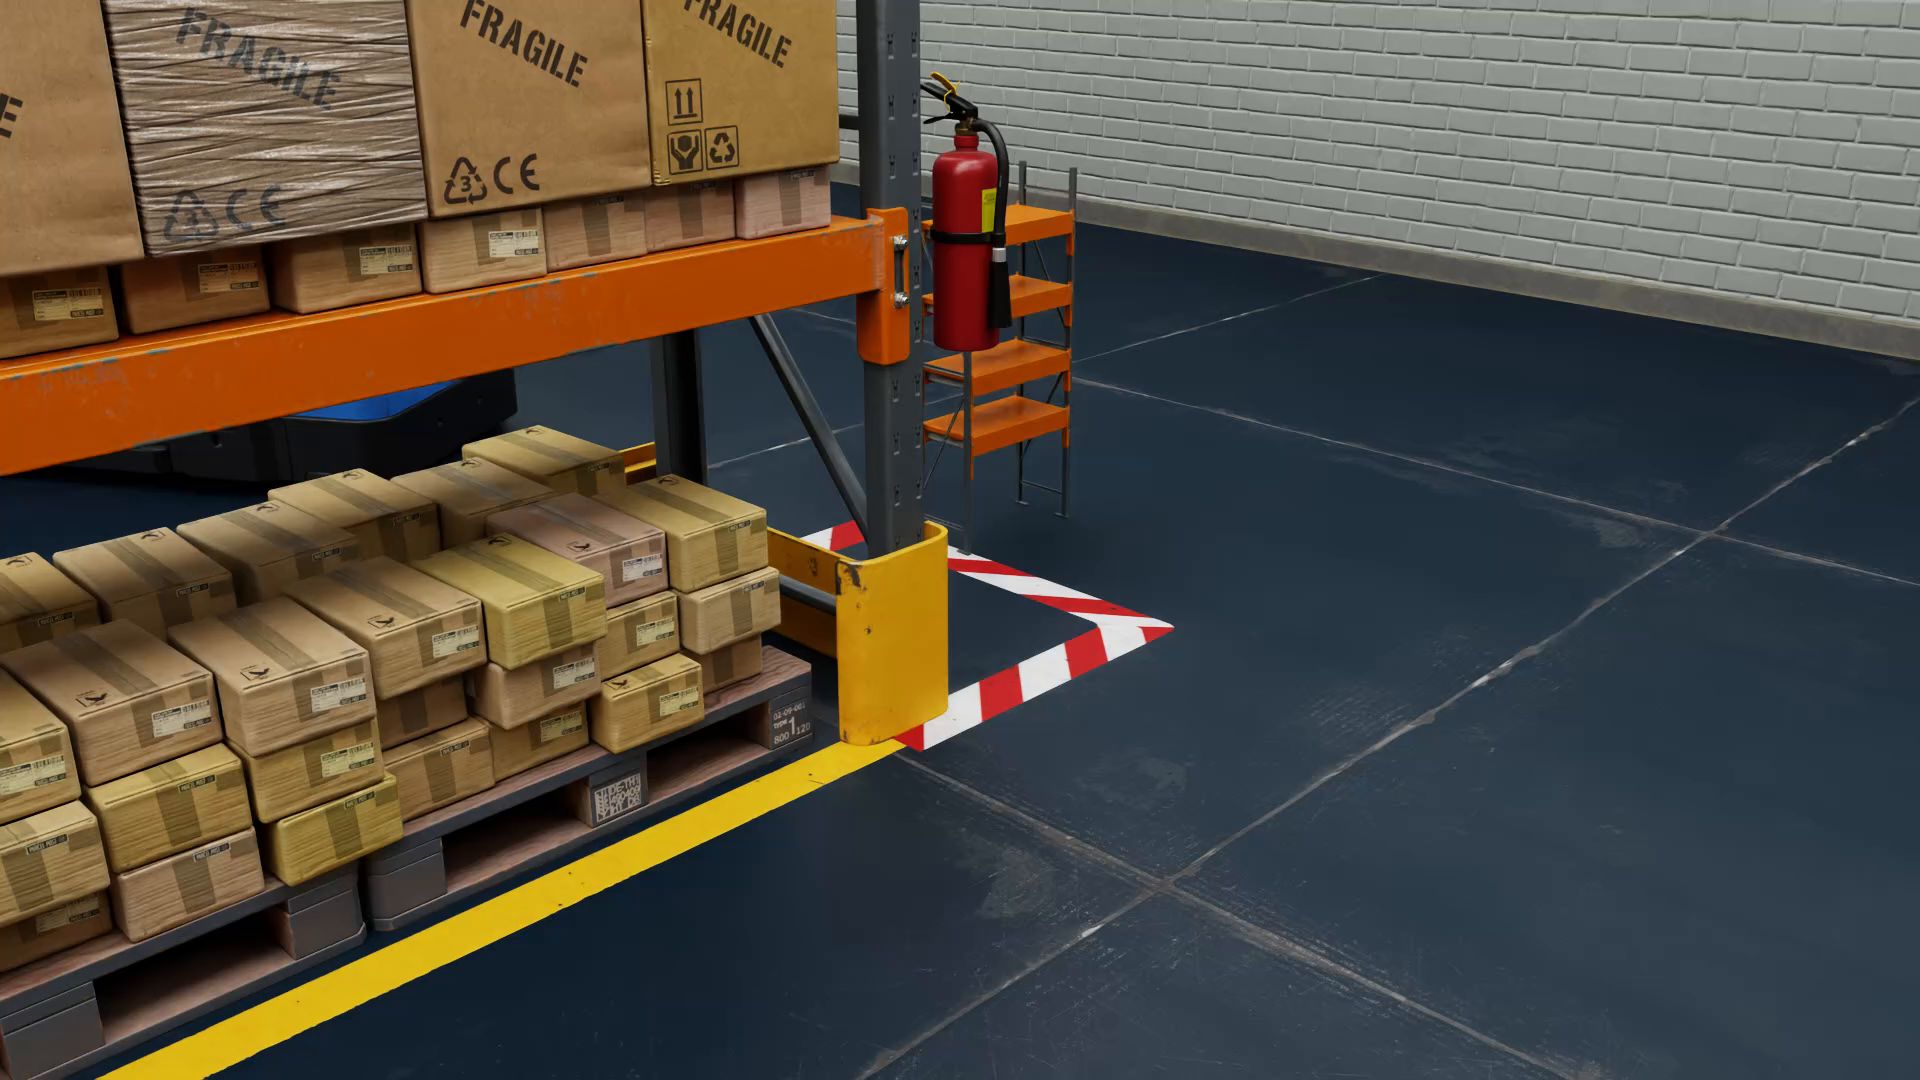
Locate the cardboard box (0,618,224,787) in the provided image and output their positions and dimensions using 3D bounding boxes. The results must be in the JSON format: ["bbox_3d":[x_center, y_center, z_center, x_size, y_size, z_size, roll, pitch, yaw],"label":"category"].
[{"bbox_3d":[-1.621,0.301,3.170,0.380,0.149,0.250,18,27,39],"label":"cardboard box"}]

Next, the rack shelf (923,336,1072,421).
[{"bbox_3d":[0.116,-0.540,5.494,0.258,0.148,0.480,19,28,41],"label":"rack shelf"}]

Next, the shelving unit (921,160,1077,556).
[{"bbox_3d":[0.116,-0.603,5.470,0.258,1.200,0.503,19,28,41],"label":"shelving unit"}]

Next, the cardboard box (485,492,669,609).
[{"bbox_3d":[-0.894,0.029,3.877,0.250,0.149,0.380,-20,28,-41],"label":"cardboard box"}]

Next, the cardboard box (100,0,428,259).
[{"bbox_3d":[-1.329,-0.820,2.972,0.500,0.500,0.500,19,28,41],"label":"cardboard box"}]

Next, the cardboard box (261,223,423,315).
[{"bbox_3d":[-1.246,-0.551,3.178,0.380,0.149,0.250,18,27,38],"label":"cardboard box"}]

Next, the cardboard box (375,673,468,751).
[{"bbox_3d":[-1.276,0.303,3.580,0.380,0.149,0.250,19,28,40],"label":"cardboard box"}]

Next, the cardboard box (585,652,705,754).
[{"bbox_3d":[-0.815,0.336,3.908,0.250,0.149,0.380,-19,28,-40],"label":"cardboard box"}]

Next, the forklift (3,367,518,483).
[{"bbox_3d":[-3.361,-1.781,6.123,3.031,2.935,1.130,5,22,12],"label":"forklift"}]

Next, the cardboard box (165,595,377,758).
[{"bbox_3d":[-1.357,0.261,3.274,0.250,0.149,0.380,-19,28,-40],"label":"cardboard box"}]

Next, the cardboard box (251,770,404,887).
[{"bbox_3d":[-1.357,0.530,3.402,0.380,0.149,0.250,18,27,38],"label":"cardboard box"}]

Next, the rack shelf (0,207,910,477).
[{"bbox_3d":[-1.885,-0.228,2.989,1.077,0.370,4.000,19,28,41],"label":"rack shelf"}]

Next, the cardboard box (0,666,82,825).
[{"bbox_3d":[-1.783,0.375,2.976,0.380,0.149,0.250,19,28,41],"label":"cardboard box"}]

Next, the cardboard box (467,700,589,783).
[{"bbox_3d":[-1.061,0.382,3.787,0.380,0.149,0.250,19,28,40],"label":"cardboard box"}]

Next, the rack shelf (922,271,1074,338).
[{"bbox_3d":[0.116,-0.749,5.414,0.258,0.148,0.480,19,28,41],"label":"rack shelf"}]

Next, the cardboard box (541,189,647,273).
[{"bbox_3d":[-0.880,-0.683,3.521,0.380,0.149,0.250,19,28,40],"label":"cardboard box"}]

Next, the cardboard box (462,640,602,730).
[{"bbox_3d":[-1.015,0.259,3.693,0.380,0.149,0.250,18,27,39],"label":"cardboard box"}]

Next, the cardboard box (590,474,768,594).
[{"bbox_3d":[-0.678,-0.021,4.008,0.380,0.149,0.250,20,28,41],"label":"cardboard box"}]

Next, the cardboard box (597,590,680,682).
[{"bbox_3d":[-0.875,0.179,3.902,0.380,0.149,0.250,18,28,39],"label":"cardboard box"}]

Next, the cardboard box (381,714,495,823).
[{"bbox_3d":[-1.224,0.449,3.614,0.380,0.149,0.250,20,28,41],"label":"cardboard box"}]

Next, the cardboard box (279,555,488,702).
[{"bbox_3d":[-1.210,0.178,3.490,0.380,0.149,0.250,18,27,39],"label":"cardboard box"}]

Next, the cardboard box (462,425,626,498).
[{"bbox_3d":[-1.099,-0.171,4.398,0.380,0.149,0.250,18,27,38],"label":"cardboard box"}]

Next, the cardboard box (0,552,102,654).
[{"bbox_3d":[-2.003,0.172,3.505,0.250,0.149,0.380,-20,28,-41],"label":"cardboard box"}]

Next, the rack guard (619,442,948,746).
[{"bbox_3d":[-0.543,0.109,4.595,1.175,0.500,0.348,19,28,41],"label":"rack guard"}]

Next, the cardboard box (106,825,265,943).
[{"bbox_3d":[-1.562,0.595,3.233,0.250,0.149,0.380,-20,28,-41],"label":"cardboard box"}]

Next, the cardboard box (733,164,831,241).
[{"bbox_3d":[-0.515,-0.806,3.841,0.380,0.149,0.250,19,28,41],"label":"cardboard box"}]

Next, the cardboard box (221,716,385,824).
[{"bbox_3d":[-1.367,0.396,3.338,0.250,0.149,0.380,-20,28,-41],"label":"cardboard box"}]

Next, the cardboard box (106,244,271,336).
[{"bbox_3d":[-1.477,-0.497,3.037,0.380,0.149,0.250,18,27,38],"label":"cardboard box"}]

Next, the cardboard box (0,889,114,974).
[{"bbox_3d":[-1.792,0.642,3.113,0.250,0.149,0.380,-19,28,-41],"label":"cardboard box"}]

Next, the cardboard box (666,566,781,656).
[{"bbox_3d":[-0.654,0.125,4.042,0.380,0.149,0.250,18,28,39],"label":"cardboard box"}]

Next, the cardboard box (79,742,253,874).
[{"bbox_3d":[-1.559,0.457,3.179,0.250,0.149,0.380,-18,28,-39],"label":"cardboard box"}]

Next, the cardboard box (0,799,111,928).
[{"bbox_3d":[-1.731,0.535,2.977,0.380,0.149,0.250,20,28,41],"label":"cardboard box"}]

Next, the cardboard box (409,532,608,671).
[{"bbox_3d":[-0.984,0.127,3.621,0.380,0.149,0.250,18,28,39],"label":"cardboard box"}]

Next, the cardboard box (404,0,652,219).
[{"bbox_3d":[-0.982,-0.952,3.317,0.500,0.500,0.500,19,28,40],"label":"cardboard box"}]

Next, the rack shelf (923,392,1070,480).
[{"bbox_3d":[0.116,-0.355,5.565,0.258,0.148,0.480,19,28,41],"label":"rack shelf"}]

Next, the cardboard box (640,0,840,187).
[{"bbox_3d":[-0.619,-1.083,3.658,0.500,0.500,0.500,-19,28,-41],"label":"cardboard box"}]

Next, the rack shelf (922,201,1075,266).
[{"bbox_3d":[0.116,-0.969,5.329,0.258,0.148,0.480,19,28,41],"label":"rack shelf"}]

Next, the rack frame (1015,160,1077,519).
[{"bbox_3d":[0.286,-0.665,5.633,0.240,1.200,0.015,19,28,41],"label":"rack frame"}]

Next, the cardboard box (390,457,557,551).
[{"bbox_3d":[-1.205,-0.070,4.135,0.250,0.149,0.380,-20,28,-41],"label":"cardboard box"}]

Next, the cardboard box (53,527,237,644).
[{"bbox_3d":[-1.787,0.116,3.651,0.250,0.149,0.380,-19,28,-40],"label":"cardboard box"}]

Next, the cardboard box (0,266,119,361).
[{"bbox_3d":[-1.650,-0.425,2.848,0.250,0.149,0.380,-20,28,-41],"label":"cardboard box"}]

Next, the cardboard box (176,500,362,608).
[{"bbox_3d":[-1.586,0.047,3.830,0.380,0.149,0.250,18,27,38],"label":"cardboard box"}]

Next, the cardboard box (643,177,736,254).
[{"bbox_3d":[-0.715,-0.751,3.699,0.380,0.149,0.250,19,28,41],"label":"cardboard box"}]

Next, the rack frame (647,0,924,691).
[{"bbox_3d":[-0.490,-1.078,4.198,1.000,3.000,0.127,19,28,41],"label":"rack frame"}]

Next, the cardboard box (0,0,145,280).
[{"bbox_3d":[-1.684,-0.694,2.645,0.500,0.500,0.500,-18,28,-39],"label":"cardboard box"}]

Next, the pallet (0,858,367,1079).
[{"bbox_3d":[-1.986,0.755,3.315,1.003,0.211,1.213,19,28,41],"label":"pallet"}]

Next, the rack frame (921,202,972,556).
[{"bbox_3d":[-0.055,-0.540,5.307,0.240,1.200,0.015,19,28,41],"label":"rack frame"}]

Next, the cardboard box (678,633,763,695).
[{"bbox_3d":[-0.708,0.244,4.146,0.250,0.149,0.380,-20,28,-41],"label":"cardboard box"}]

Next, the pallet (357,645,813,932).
[{"bbox_3d":[-1.135,0.443,4.127,1.003,0.211,1.213,19,28,41],"label":"pallet"}]

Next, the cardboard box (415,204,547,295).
[{"bbox_3d":[-1.041,-0.612,3.335,0.250,0.149,0.380,-19,28,-41],"label":"cardboard box"}]

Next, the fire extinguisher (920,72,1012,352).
[{"bbox_3d":[0.016,-0.817,4.146,0.296,0.674,0.183,19,28,41],"label":"fire extinguisher"}]

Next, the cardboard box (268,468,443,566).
[{"bbox_3d":[-1.473,-0.037,4.050,0.380,0.149,0.250,19,28,40],"label":"cardboard box"}]
